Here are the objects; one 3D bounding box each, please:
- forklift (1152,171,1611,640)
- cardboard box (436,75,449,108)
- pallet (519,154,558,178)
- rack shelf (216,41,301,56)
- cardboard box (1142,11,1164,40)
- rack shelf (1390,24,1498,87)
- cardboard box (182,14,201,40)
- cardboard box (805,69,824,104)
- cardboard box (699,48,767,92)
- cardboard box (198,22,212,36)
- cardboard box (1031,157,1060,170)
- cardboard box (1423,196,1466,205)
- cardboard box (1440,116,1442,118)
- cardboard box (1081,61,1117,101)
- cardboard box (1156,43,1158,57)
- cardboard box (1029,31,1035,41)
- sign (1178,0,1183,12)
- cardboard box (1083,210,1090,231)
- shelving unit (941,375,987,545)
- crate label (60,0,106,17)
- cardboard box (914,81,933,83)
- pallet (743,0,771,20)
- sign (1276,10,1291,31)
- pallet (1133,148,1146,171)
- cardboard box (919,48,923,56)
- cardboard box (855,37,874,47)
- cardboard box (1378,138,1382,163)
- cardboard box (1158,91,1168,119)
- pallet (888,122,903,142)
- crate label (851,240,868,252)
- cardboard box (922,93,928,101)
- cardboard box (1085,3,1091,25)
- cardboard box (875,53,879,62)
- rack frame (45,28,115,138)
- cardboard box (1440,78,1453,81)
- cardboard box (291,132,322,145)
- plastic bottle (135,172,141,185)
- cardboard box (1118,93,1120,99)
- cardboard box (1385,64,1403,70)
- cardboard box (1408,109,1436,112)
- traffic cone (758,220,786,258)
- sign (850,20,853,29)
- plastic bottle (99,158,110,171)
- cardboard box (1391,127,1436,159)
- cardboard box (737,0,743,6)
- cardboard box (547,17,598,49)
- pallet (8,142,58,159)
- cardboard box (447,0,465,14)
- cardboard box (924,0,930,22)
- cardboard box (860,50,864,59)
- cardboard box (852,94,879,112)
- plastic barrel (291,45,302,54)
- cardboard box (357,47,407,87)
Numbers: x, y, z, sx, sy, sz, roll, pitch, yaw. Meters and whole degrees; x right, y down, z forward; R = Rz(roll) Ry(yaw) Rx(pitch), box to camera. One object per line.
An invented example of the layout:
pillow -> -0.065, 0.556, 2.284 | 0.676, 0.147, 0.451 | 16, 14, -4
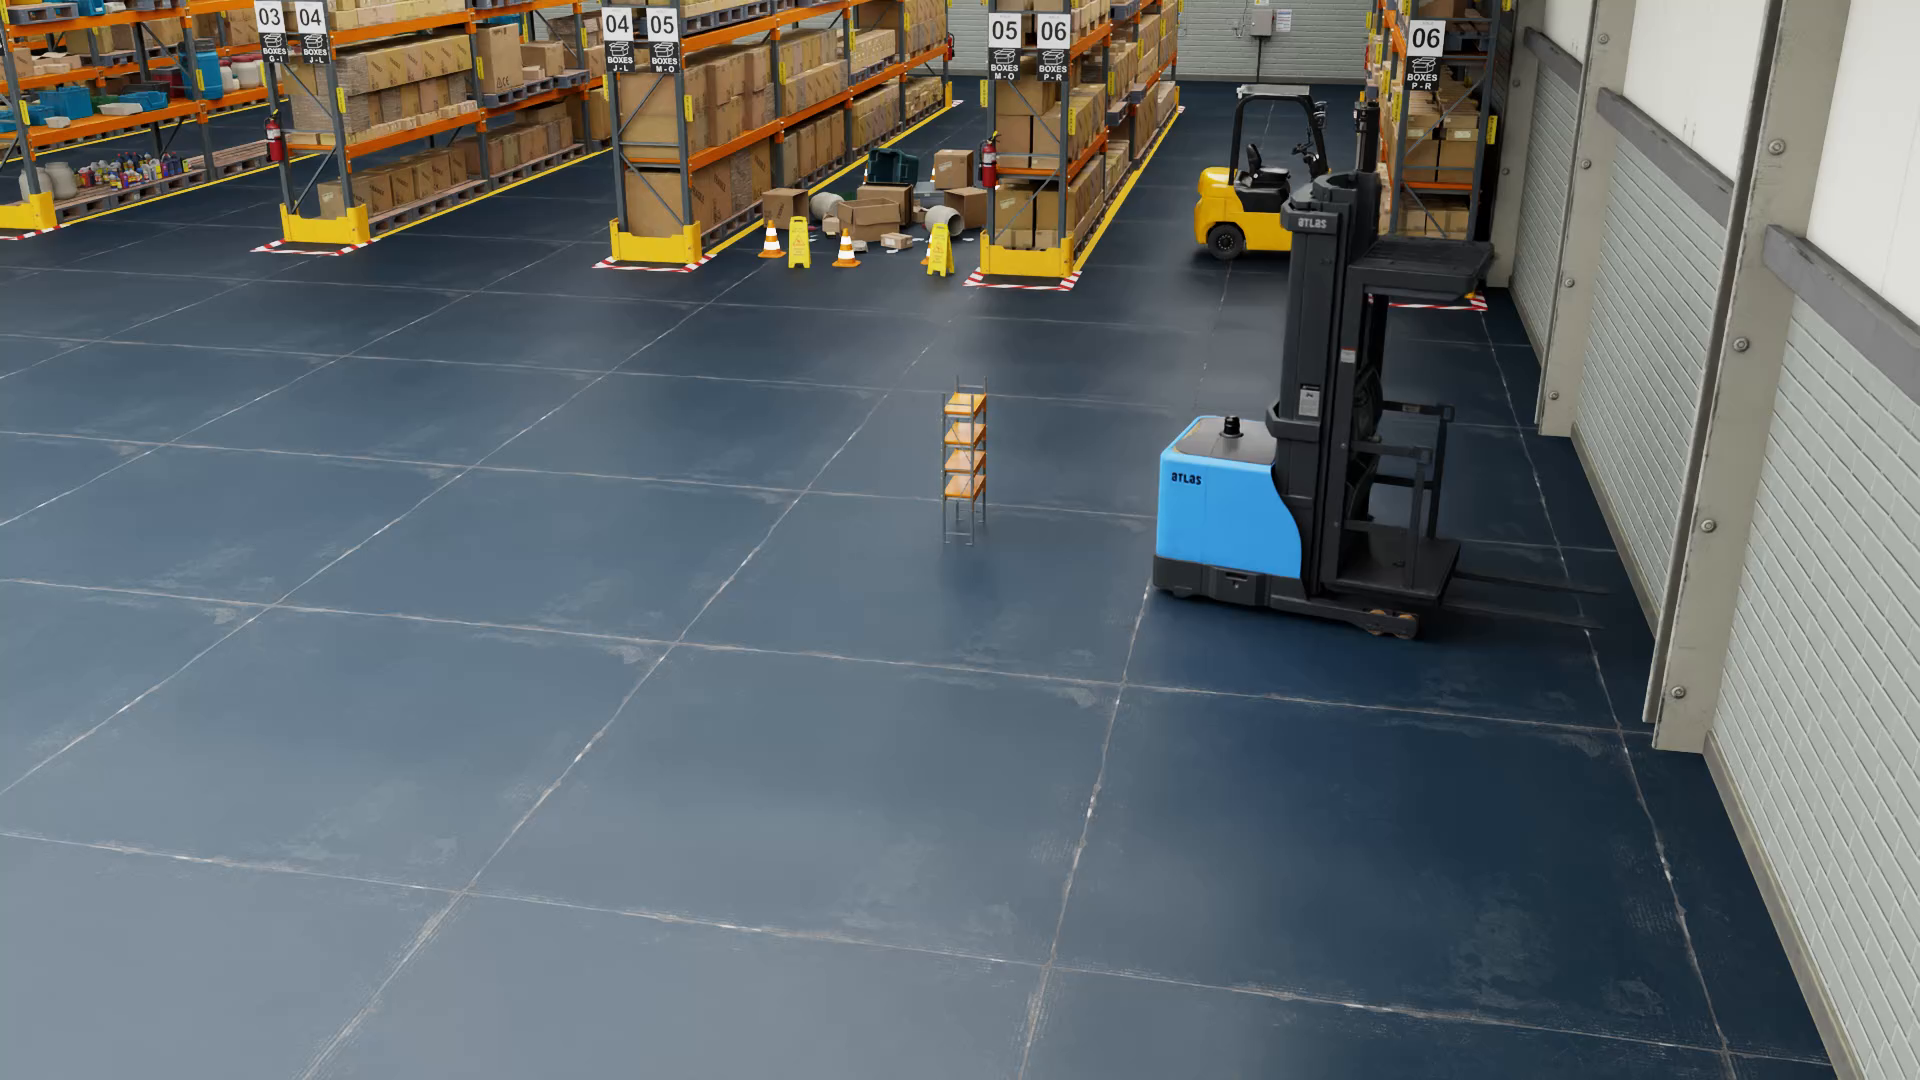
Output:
forklift -> 2.941, -0.915, 11.202 | 3.031, 2.935, 1.130 | 9, 24, 22
cardboard box -> -8.333, -6.864, 25.350 | 0.875, 0.500, 0.500 | 4, 22, 11
pallet -> -7.640, -6.459, 28.608 | 1.003, 0.211, 1.213 | 4, 22, 11
rack shelf -> -15.700, -11.100, 37.362 | 1.077, 0.370, 4.000 | 4, 22, 11
cardboard box -> 3.624, -9.856, 31.839 | 0.500, 0.500, 0.500 | 5, 22, 11
rack shelf -> 6.110, -6.214, 21.215 | 1.077, 0.370, 4.000 | 4, 22, 11
cardboard box -> -16.424, -10.787, 34.927 | 0.700, 0.500, 0.500 | -3, 22, -7
cardboard box -> -2.527, -7.376, 27.019 | 0.500, 0.500, 0.500 | 5, 22, 12
cardboard box -> -3.316, -6.833, 24.158 | 0.875, 0.550, 0.550 | 4, 22, 11
cardboard box -> -16.258, -10.951, 35.896 | 0.500, 0.500, 0.500 | 5, 22, 12
cardboard box -> 1.113, -4.794, 21.077 | 0.380, 0.149, 0.250 | 5, 22, 11
cardboard box -> 6.083, -4.152, 20.928 | 0.500, 0.250, 0.500 | 4, 22, 11
cardboard box -> 6.360, -5.435, 21.331 | 0.380, 0.149, 0.250 | 4, 22, 11
cardboard box -> 2.034, -6.793, 24.612 | 0.500, 0.500, 0.500 | 5, 22, 12
cardboard box -> 3.438, -9.173, 31.146 | 0.500, 0.250, 0.500 | 4, 22, 11
cardboard box -> 0.747, -6.416, 21.091 | 0.380, 0.149, 0.250 | 5, 23, 13
sign -> 4.635, -11.254, 34.914 | 0.100, 0.325, 0.005 | 4, 22, 11
cardboard box -> 1.487, -4.382, 22.836 | 0.500, 0.250, 0.500 | 6, 23, 15
shelving unit -> 0.034, -0.617, 12.780 | 0.258, 1.200, 0.503 | 4, 22, 11
crate label -> -13.003, -7.916, 24.679 | 0.502, 0.251, 0.408 | 4, 22, 11
cardboard box -> -0.771, -9.647, 35.250 | 0.380, 0.149, 0.250 | 4, 22, 9
pallet -> -3.386, -7.657, 23.953 | 1.003, 0.211, 1.213 | 4, 22, 11
sign -> 7.786, -12.498, 39.997 | 0.329, 0.494, 0.001 | 4, 22, 11
pallet -> 2.709, -6.716, 29.248 | 1.003, 0.211, 1.213 | 4, 22, 11
cardboard box -> -0.977, -9.978, 33.950 | 0.380, 0.149, 0.250 | 5, 23, 13
cardboard box -> -1.787, -9.148, 30.530 | 0.380, 0.149, 0.250 | 4, 22, 10
cardboard box -> 7.068, -5.977, 26.296 | 0.875, 0.625, 0.625 | 5, 23, 13
cardboard box -> 3.705, -8.745, 33.421 | 0.875, 0.438, 0.875 | 4, 22, 9
pallet -> -1.734, -7.952, 32.317 | 1.003, 0.211, 1.213 | 4, 22, 11
crate label -> -1.390, -3.982, 22.557 | 0.250, 0.136, 0.298 | -7, 23, -17
cardboard box -> -0.885, -9.213, 34.571 | 0.380, 0.149, 0.250 | 5, 22, 11
cardboard box -> 1.398, -6.799, 21.508 | 0.500, 0.250, 0.500 | 5, 22, 12
cardboard box -> -1.726, -8.972, 30.890 | 0.380, 0.149, 0.250 | 5, 23, 13
rack frame -> -16.925, -9.239, 31.780 | 1.000, 3.000, 0.127 | 4, 22, 11
cardboard box -> 7.065, -6.716, 24.513 | 0.380, 0.149, 0.250 | 4, 22, 11
cardboard box -> -9.004, -5.560, 22.981 | 0.380, 0.149, 0.250 | 4, 22, 11
plastic bottle -> -12.923, -5.678, 26.094 | 0.097, 0.201, 0.097 | 0, 22, 0
cardboard box -> 2.268, -6.902, 25.750 | 0.380, 0.149, 0.250 | 5, 22, 11
cardboard box -> 6.900, -7.410, 26.235 | 0.380, 0.149, 0.250 | 5, 22, 12
cardboard box -> 5.588, -5.149, 20.224 | 0.380, 0.149, 0.250 | 4, 22, 11
traffic cone -> -2.527, -4.051, 22.293 | 0.336, 0.463, 0.334 | 4, 22, 11
sign -> -2.109, -9.971, 32.437 | 0.100, 0.325, 0.005 | 4, 22, 11
plastic bottle -> -13.589, -5.885, 26.407 | 0.144, 0.351, 0.185 | 4, 22, 10
cardboard box -> 5.660, -4.860, 20.772 | 0.500, 0.500, 0.500 | 5, 23, 13
cardboard box -> -3.228, -7.497, 23.079 | 0.380, 0.149, 0.250 | 4, 22, 10
cardboard box -> -7.063, -9.261, 30.356 | 0.797, 0.503, 0.637 | 5, 23, 13
pallet -> -17.382, -7.203, 30.456 | 1.003, 0.211, 1.213 | 4, 22, 11
cardboard box -> -7.881, -8.155, 25.273 | 0.500, 0.250, 0.500 | 5, 23, 13
cardboard box -> -0.916, -10.886, 33.997 | 0.500, 0.500, 0.500 | 4, 22, 9
cardboard box -> -1.942, -8.735, 29.903 | 0.380, 0.149, 0.250 | 5, 22, 11
cardboard box -> -1.798, -8.050, 30.607 | 0.500, 0.250, 0.500 | 5, 22, 11
plastic barrel -> -11.874, -8.731, 30.334 | 0.600, 0.536, 0.708 | 4, 22, 11
cardboard box -> -8.271, -6.751, 23.730 | 0.500, 0.500, 0.500 | 4, 22, 11
